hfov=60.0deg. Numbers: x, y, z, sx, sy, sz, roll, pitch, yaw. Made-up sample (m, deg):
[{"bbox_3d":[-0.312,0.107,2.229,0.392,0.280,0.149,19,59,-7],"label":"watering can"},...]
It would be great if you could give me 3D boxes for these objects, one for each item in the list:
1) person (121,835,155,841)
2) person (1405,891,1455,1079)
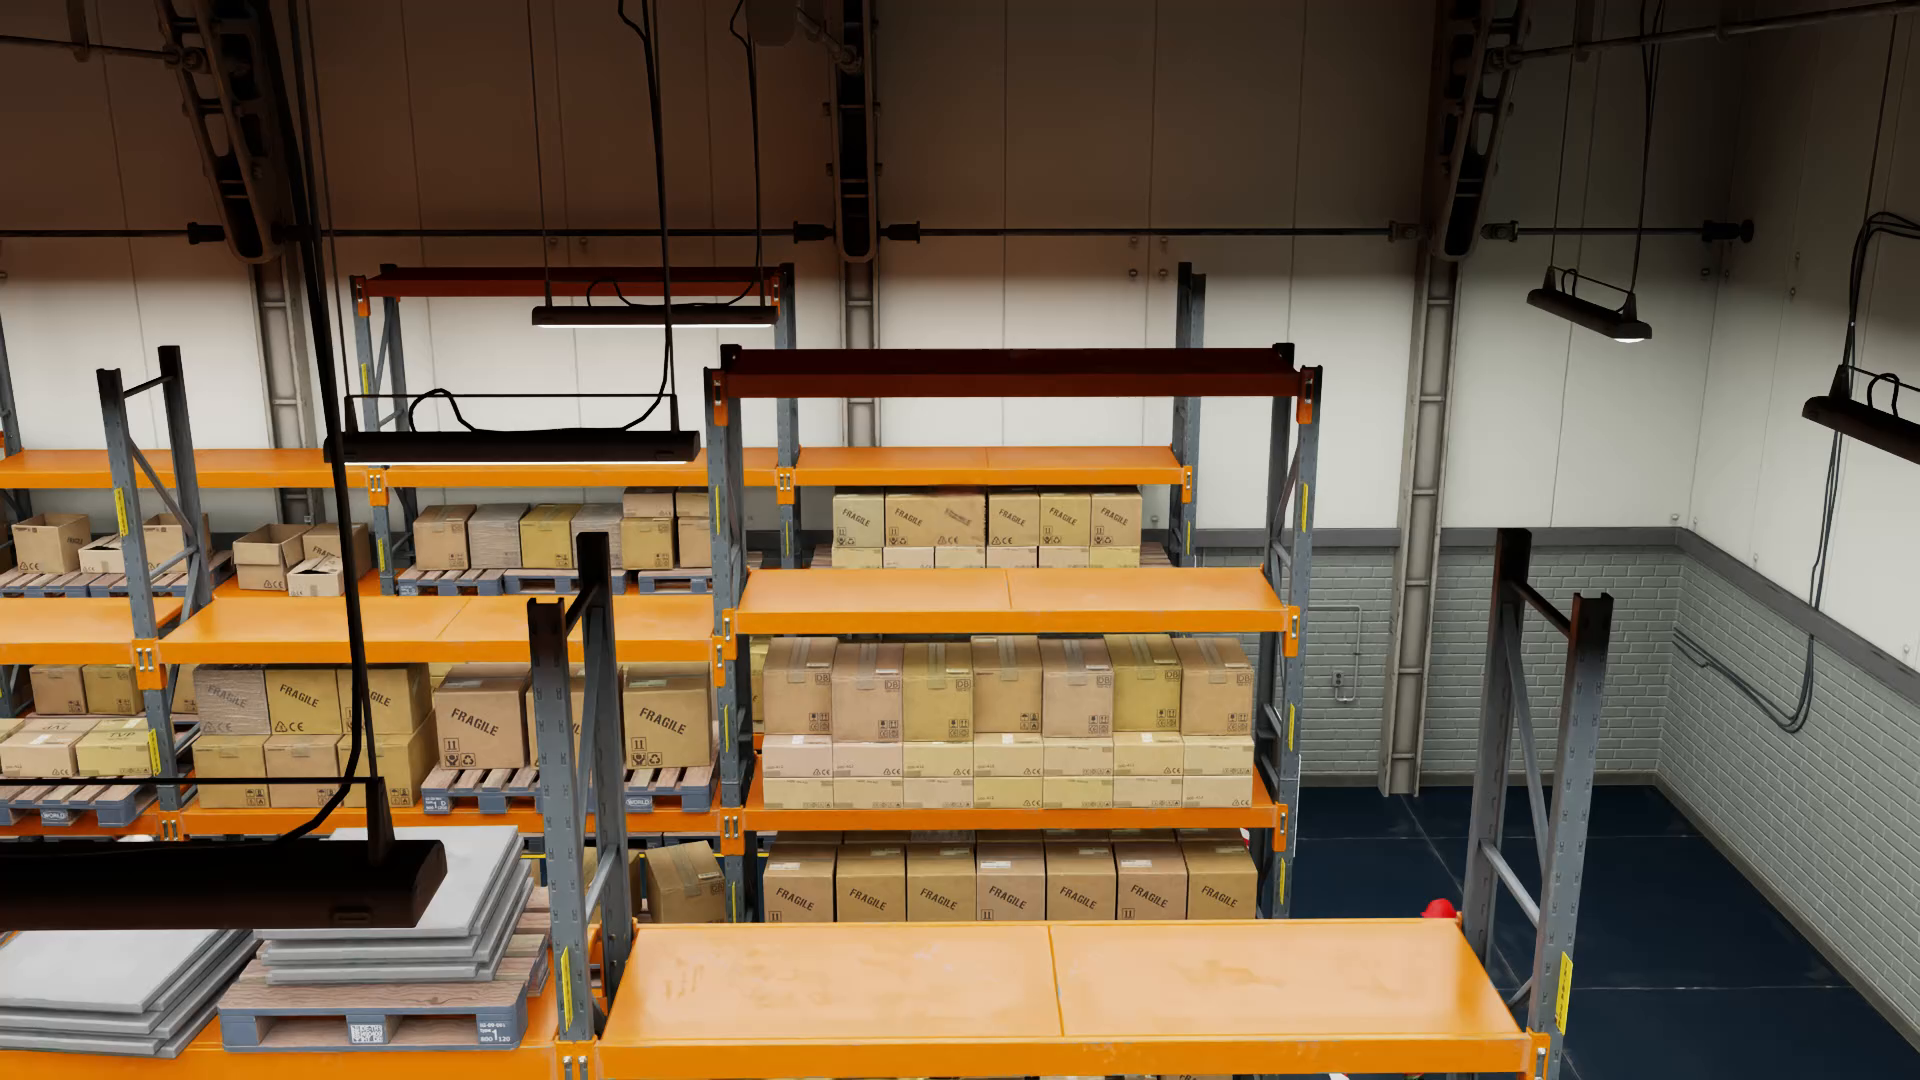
[{"bbox_3d":[-7.198,3.194,14.462,0.932,1.749,0.645,11,20,35],"label":"person"},{"bbox_3d":[3.779,3.595,13.193,0.864,1.711,0.550,-10,19,-32],"label":"person"}]
